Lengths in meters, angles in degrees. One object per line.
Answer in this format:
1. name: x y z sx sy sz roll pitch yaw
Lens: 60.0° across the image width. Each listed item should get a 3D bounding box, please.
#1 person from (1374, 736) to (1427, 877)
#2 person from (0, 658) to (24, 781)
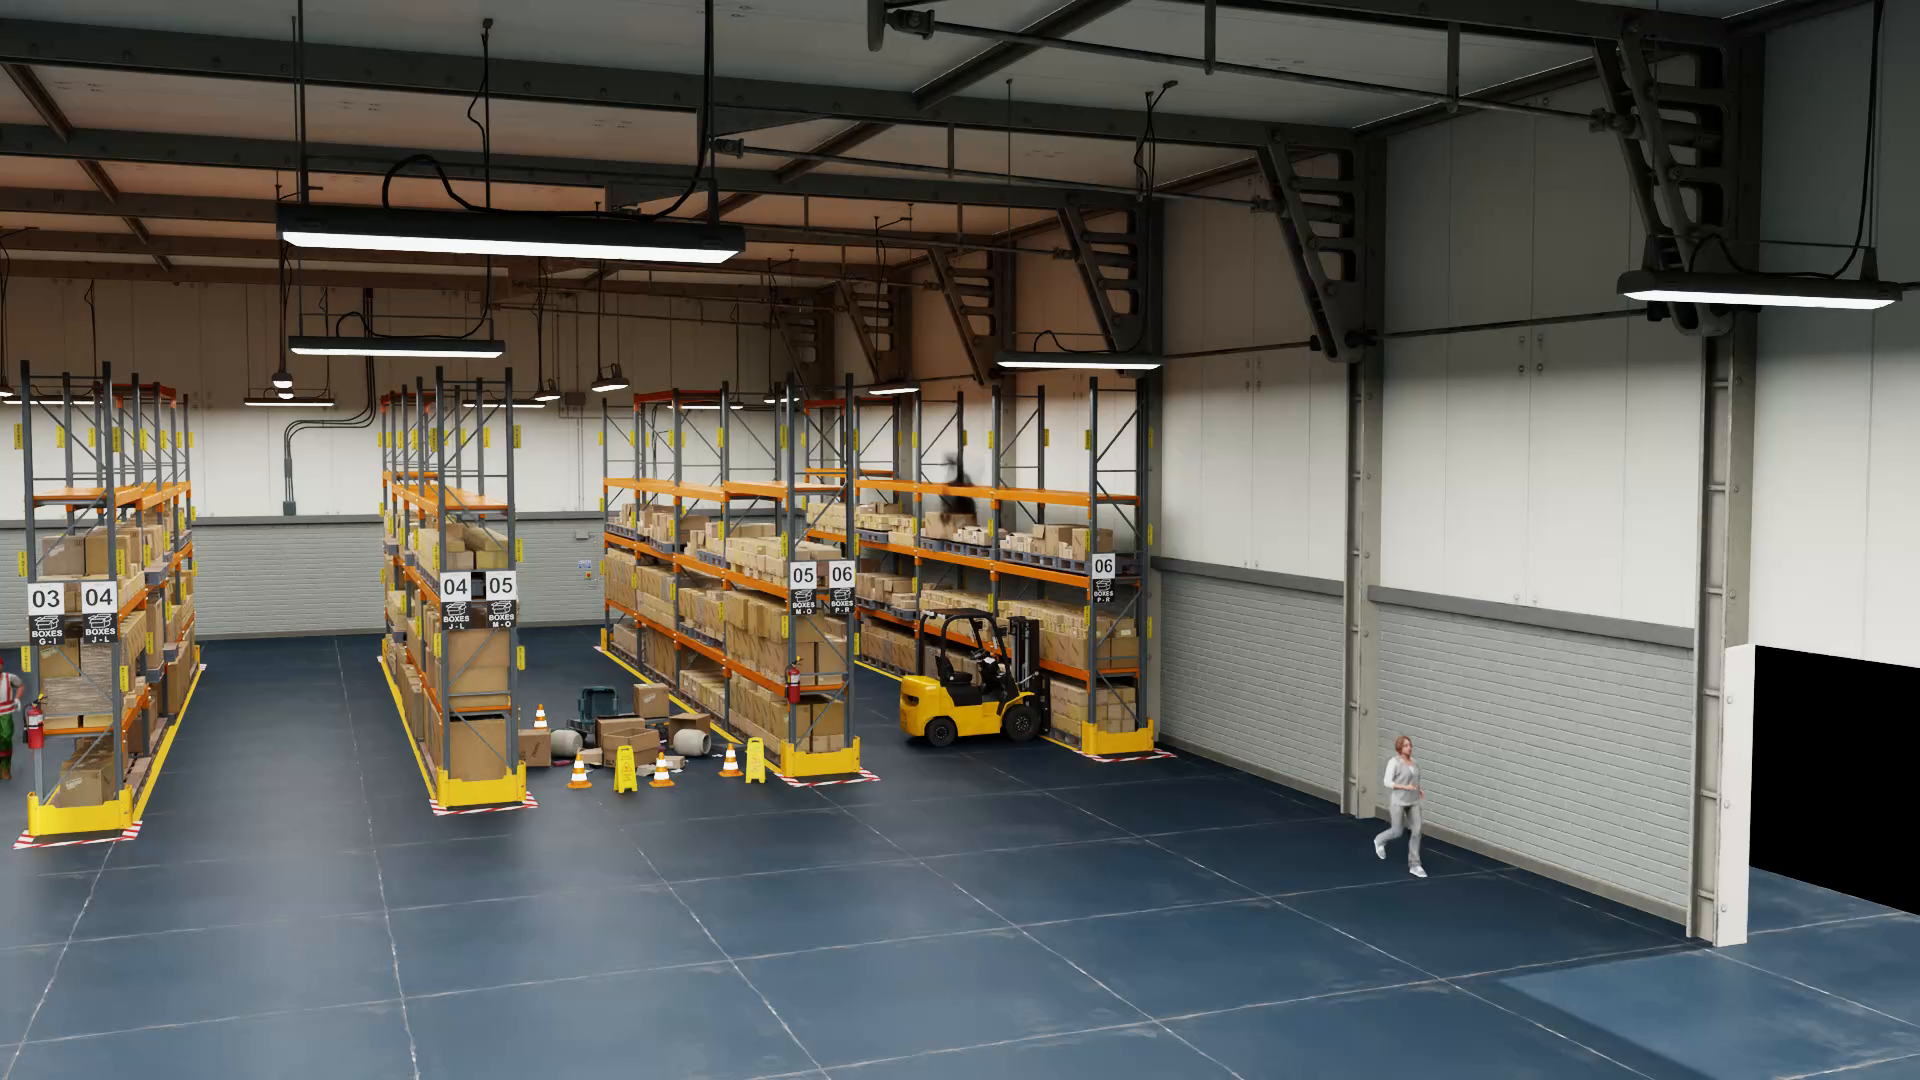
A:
1. person: 5.135 3.050 19.268 0.552 1.575 0.819 -1 4 -22
2. person: -14.249 2.629 24.644 0.633 1.848 0.793 -1 4 -23
